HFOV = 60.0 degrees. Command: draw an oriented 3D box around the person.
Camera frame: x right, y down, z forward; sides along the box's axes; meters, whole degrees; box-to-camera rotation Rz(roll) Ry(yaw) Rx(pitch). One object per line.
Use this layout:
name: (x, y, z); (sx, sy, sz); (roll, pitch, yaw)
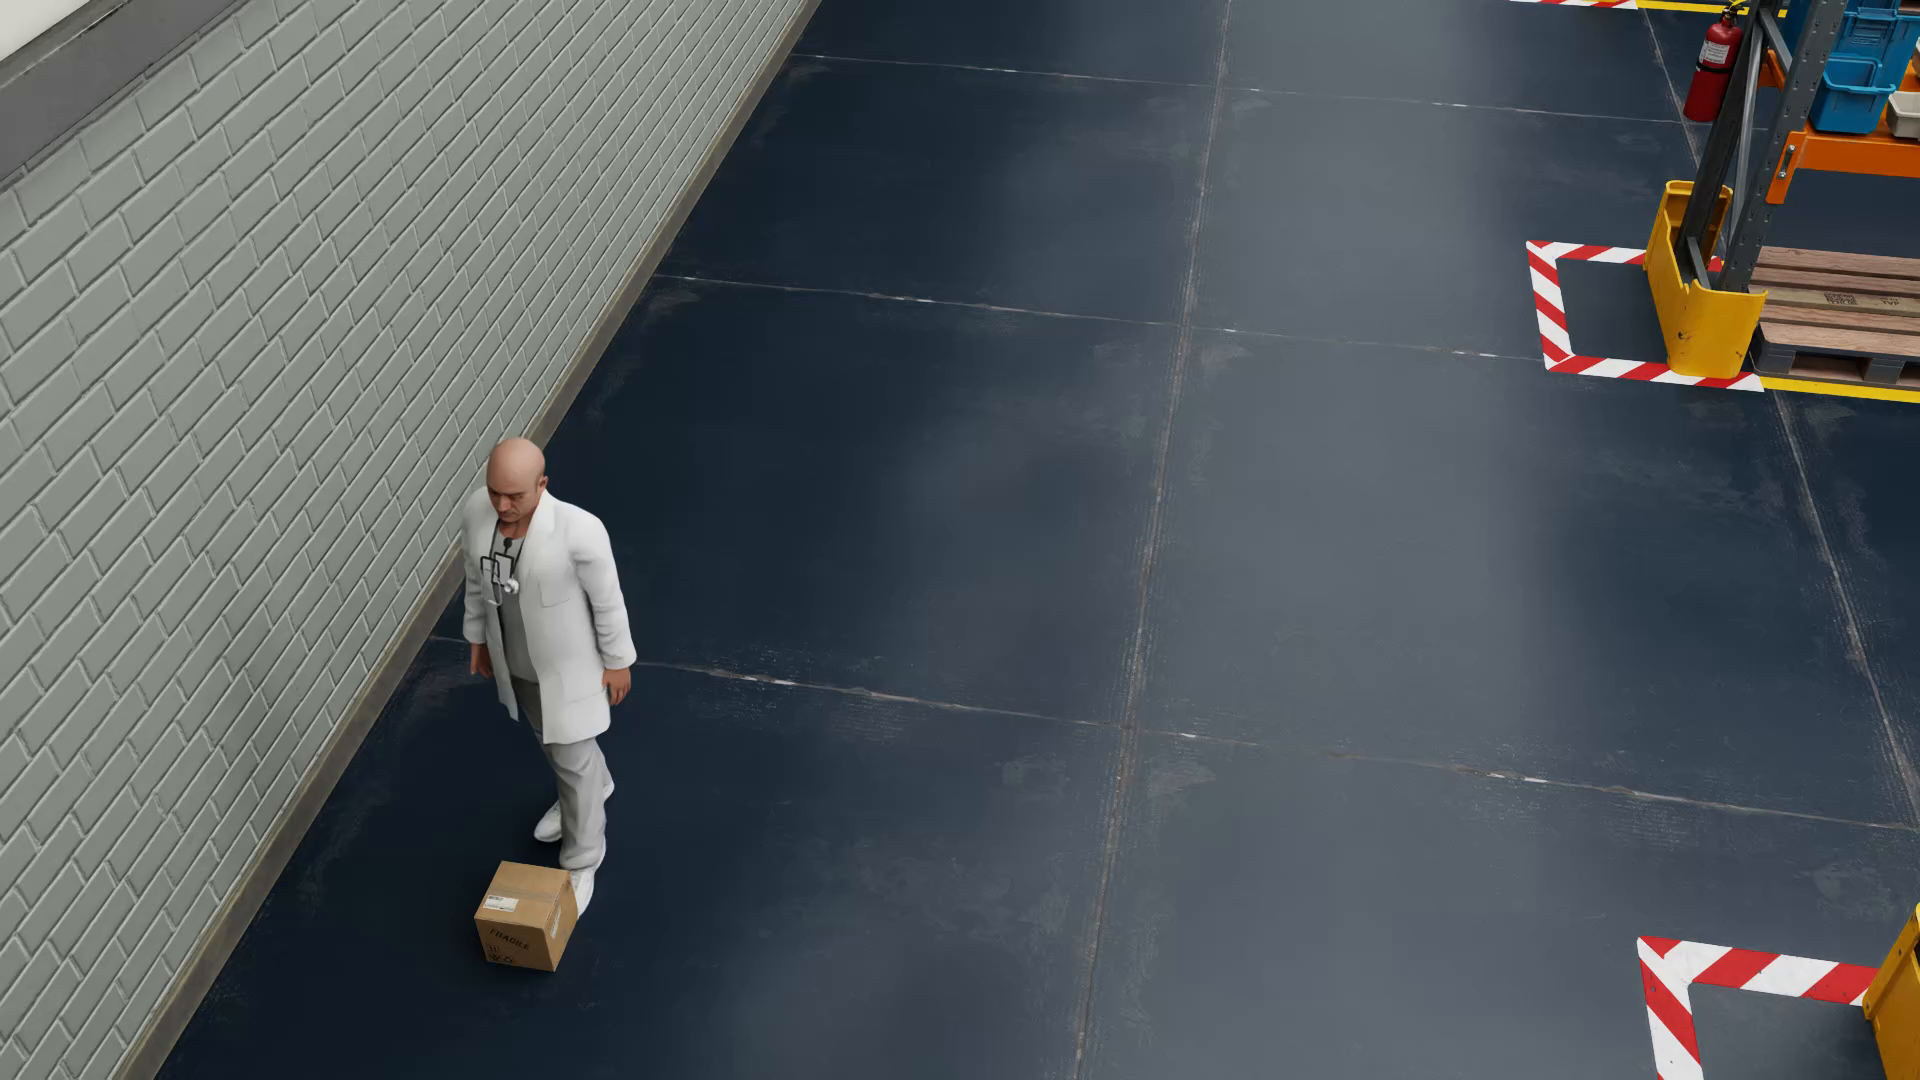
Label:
person: (-1.463, 0.451, 5.623); (0.625, 1.790, 0.623); (17, 43, 20)
